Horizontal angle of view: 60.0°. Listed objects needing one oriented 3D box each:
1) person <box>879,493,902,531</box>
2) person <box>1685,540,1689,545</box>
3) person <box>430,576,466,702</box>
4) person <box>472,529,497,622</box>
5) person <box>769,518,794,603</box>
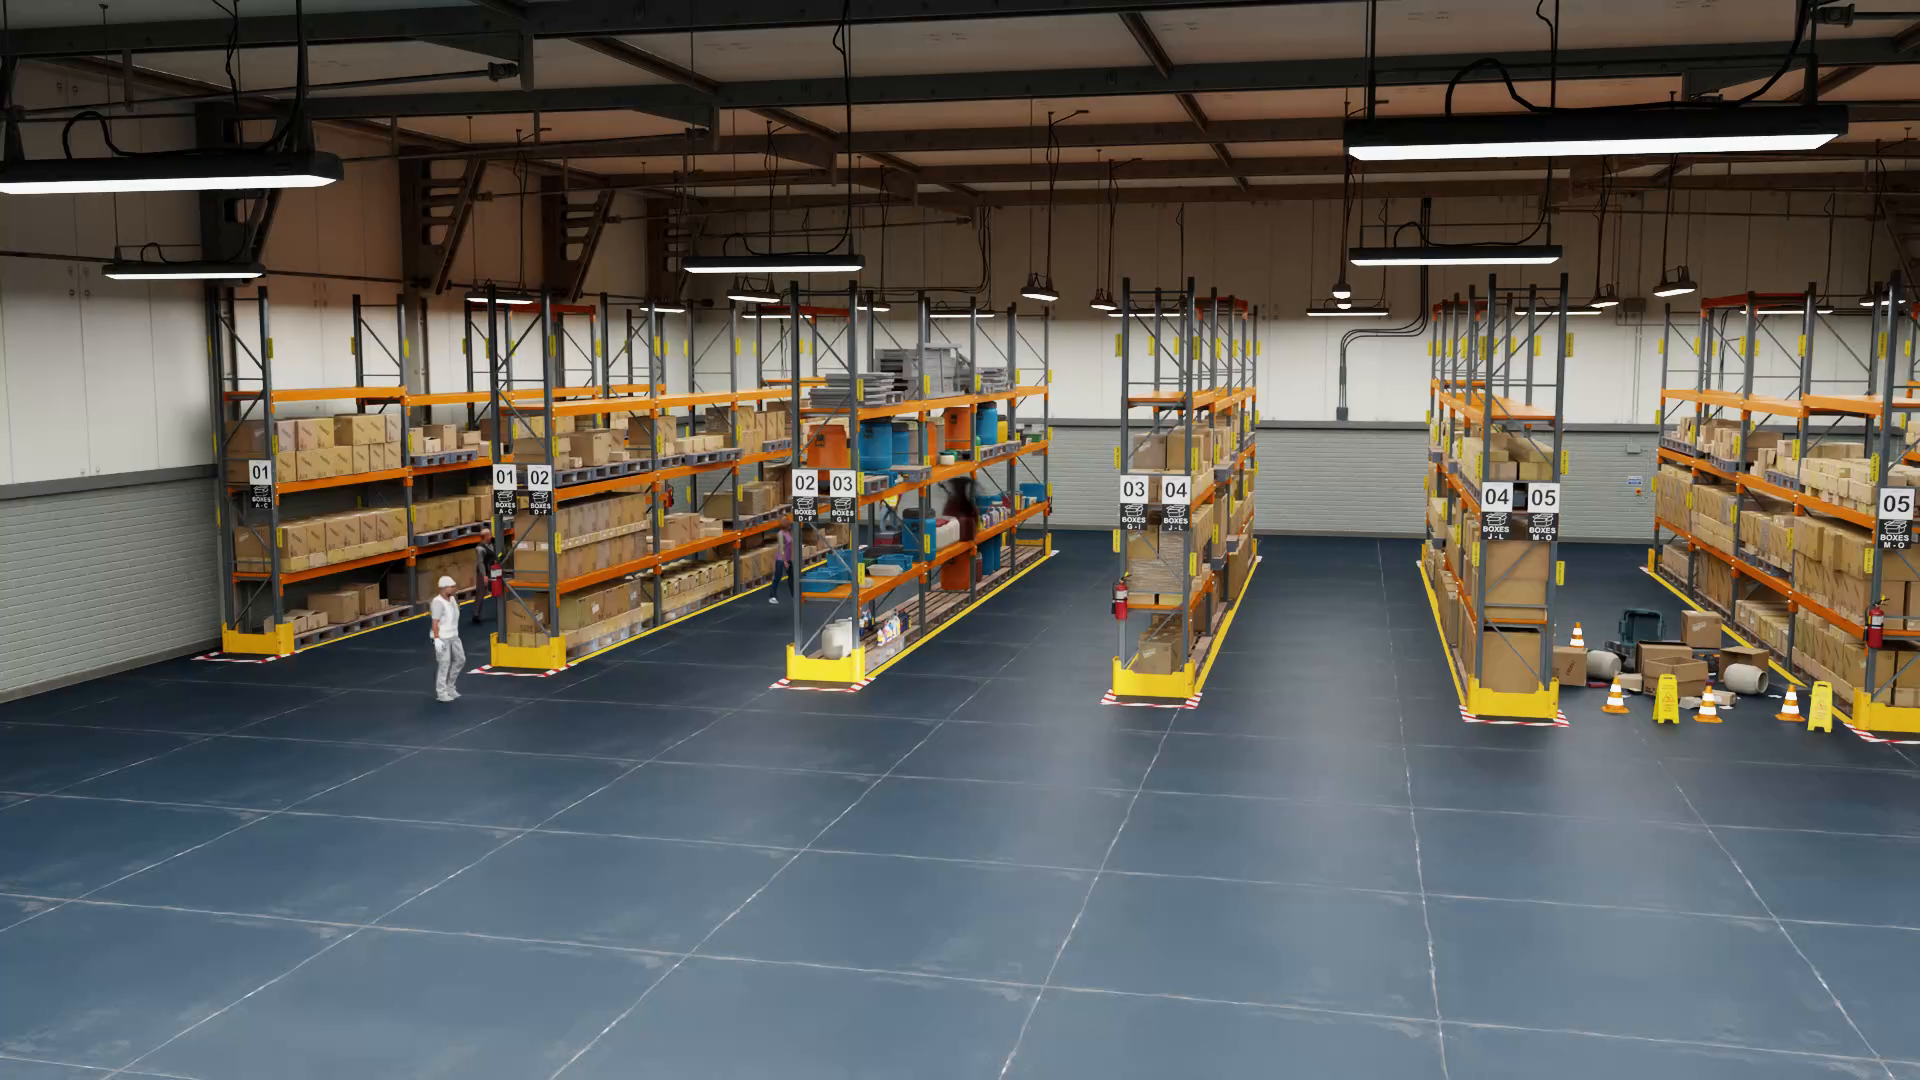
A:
[{"bbox_3d":[-1.888,-0.879,43.451,0.641,1.738,0.799,4,8,30],"label":"person"},{"bbox_3d":[16.879,-0.270,38.172,1.045,1.728,0.705,4,7,28],"label":"person"},{"bbox_3d":[-7.360,1.418,23.761,0.400,1.815,0.692,2,7,13],"label":"person"},{"bbox_3d":[-8.634,0.648,30.577,0.592,1.736,0.679,3,7,25],"label":"person"},{"bbox_3d":[-3.231,0.385,30.876,0.575,1.597,0.570,3,7,25],"label":"person"}]
